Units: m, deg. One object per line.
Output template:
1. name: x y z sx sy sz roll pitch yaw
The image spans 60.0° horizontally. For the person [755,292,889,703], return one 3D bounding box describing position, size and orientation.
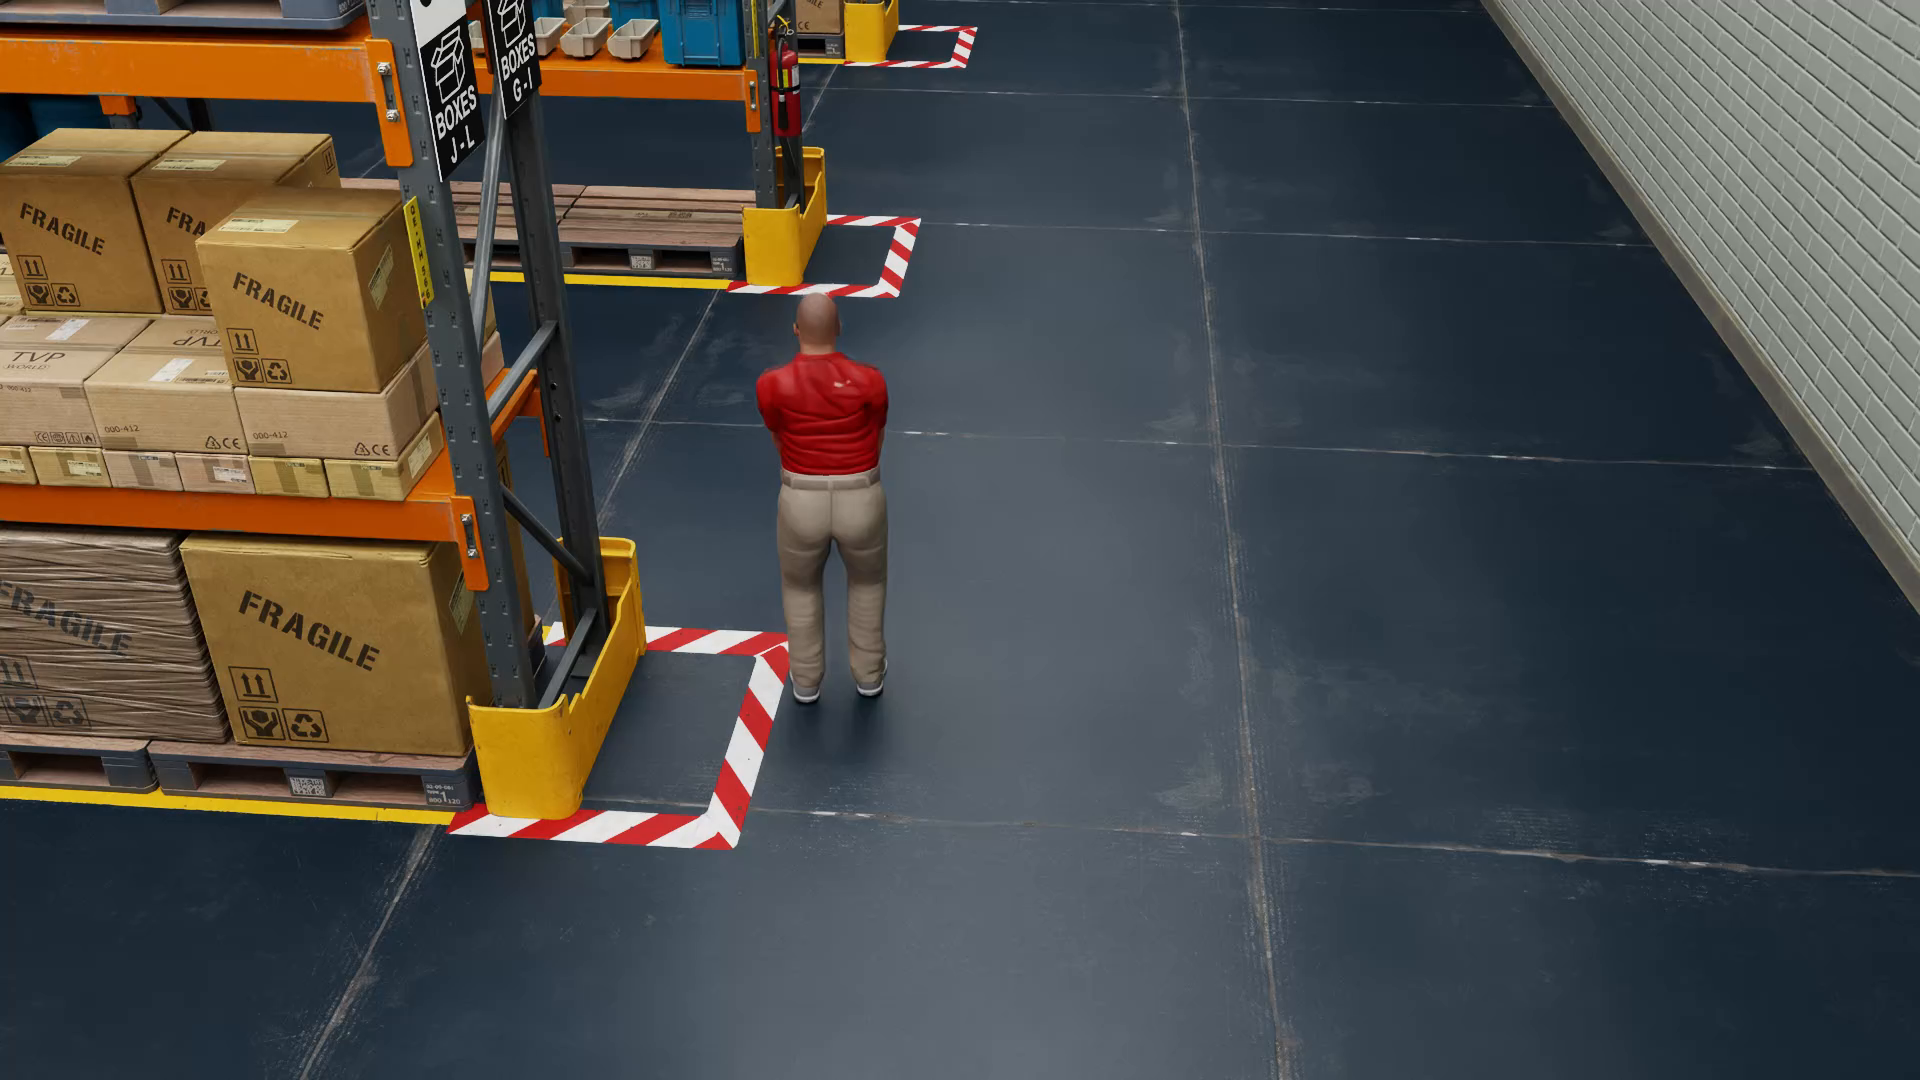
1. person: -0.512 -0.176 6.445 0.489 1.726 0.554 -2 32 -3
